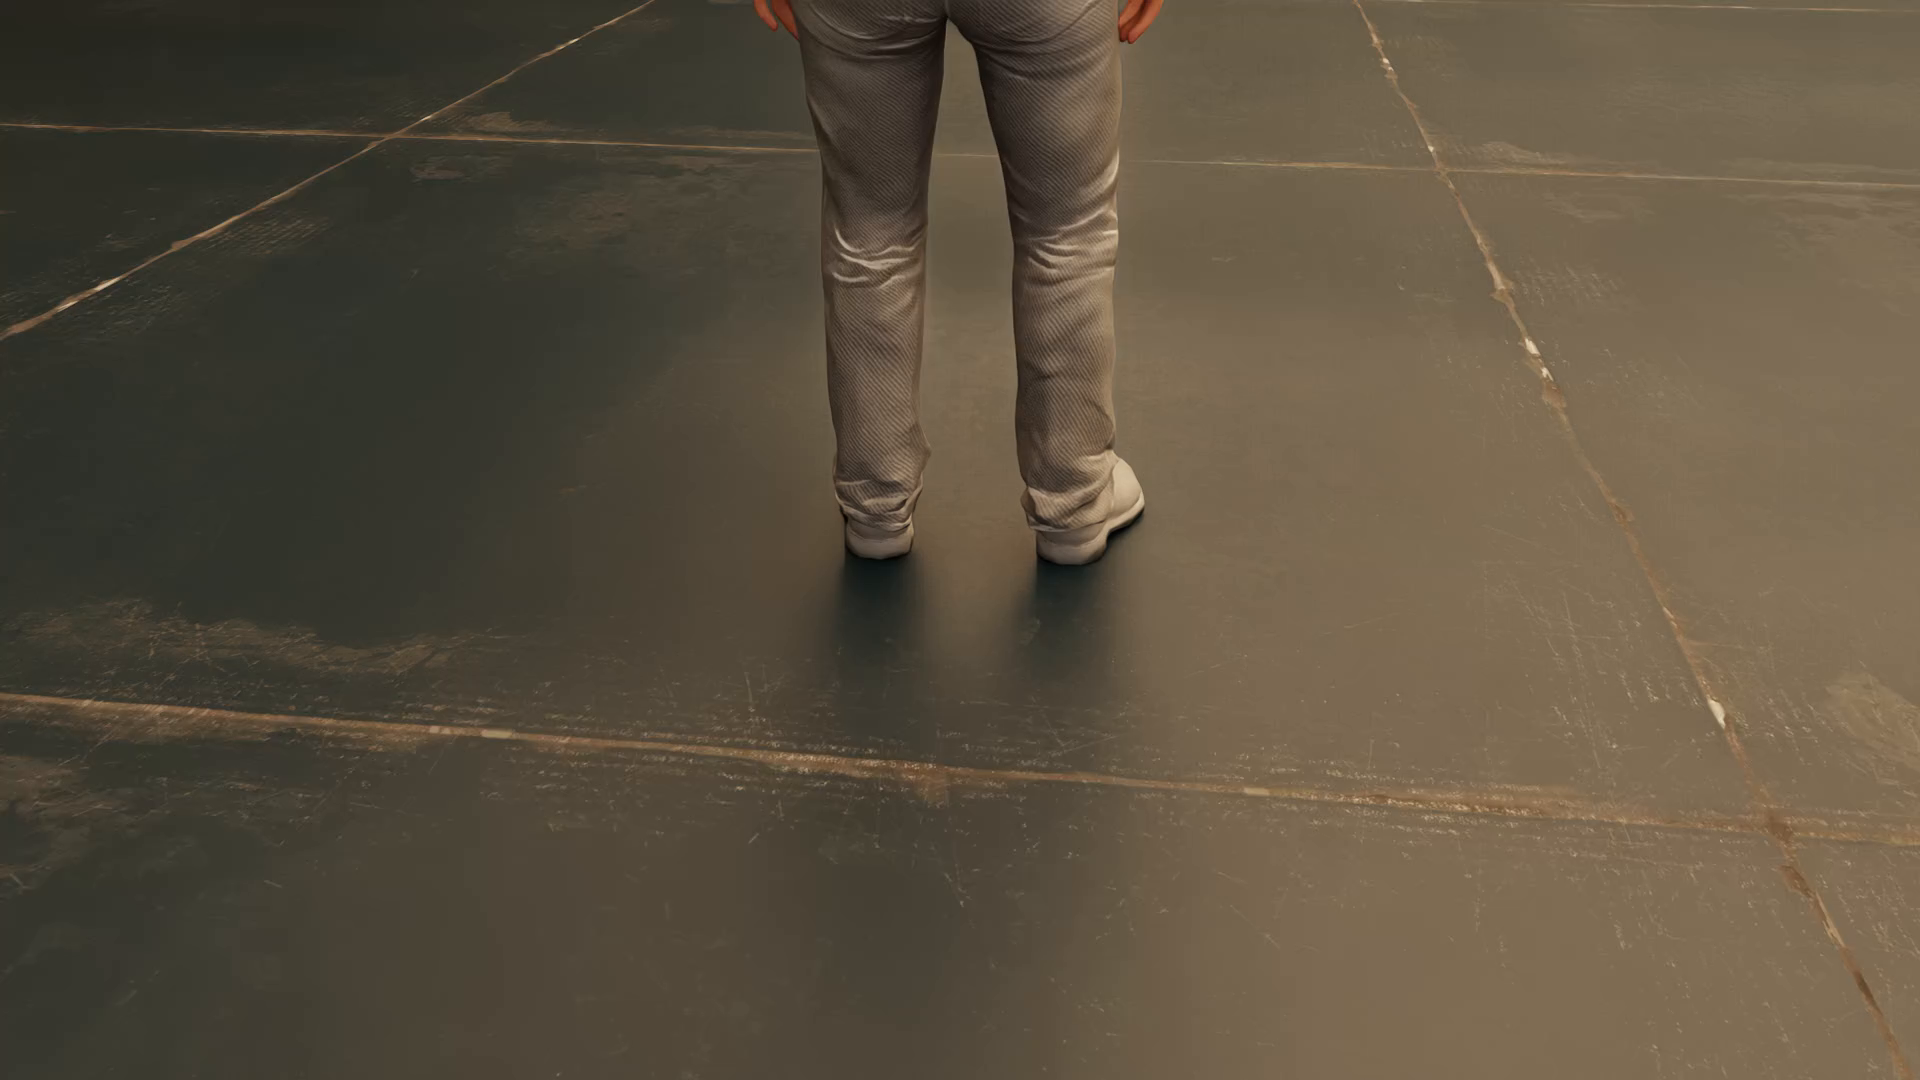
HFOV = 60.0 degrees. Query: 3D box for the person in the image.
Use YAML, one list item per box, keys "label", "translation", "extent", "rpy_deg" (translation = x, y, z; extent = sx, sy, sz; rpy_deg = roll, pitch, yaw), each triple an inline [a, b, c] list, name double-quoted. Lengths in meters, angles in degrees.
- label: "person"
  translation: [-0.006, -0.803, 2.128]
  extent: [0.580, 1.770, 0.463]
  rpy_deg: [3, 27, 5]
